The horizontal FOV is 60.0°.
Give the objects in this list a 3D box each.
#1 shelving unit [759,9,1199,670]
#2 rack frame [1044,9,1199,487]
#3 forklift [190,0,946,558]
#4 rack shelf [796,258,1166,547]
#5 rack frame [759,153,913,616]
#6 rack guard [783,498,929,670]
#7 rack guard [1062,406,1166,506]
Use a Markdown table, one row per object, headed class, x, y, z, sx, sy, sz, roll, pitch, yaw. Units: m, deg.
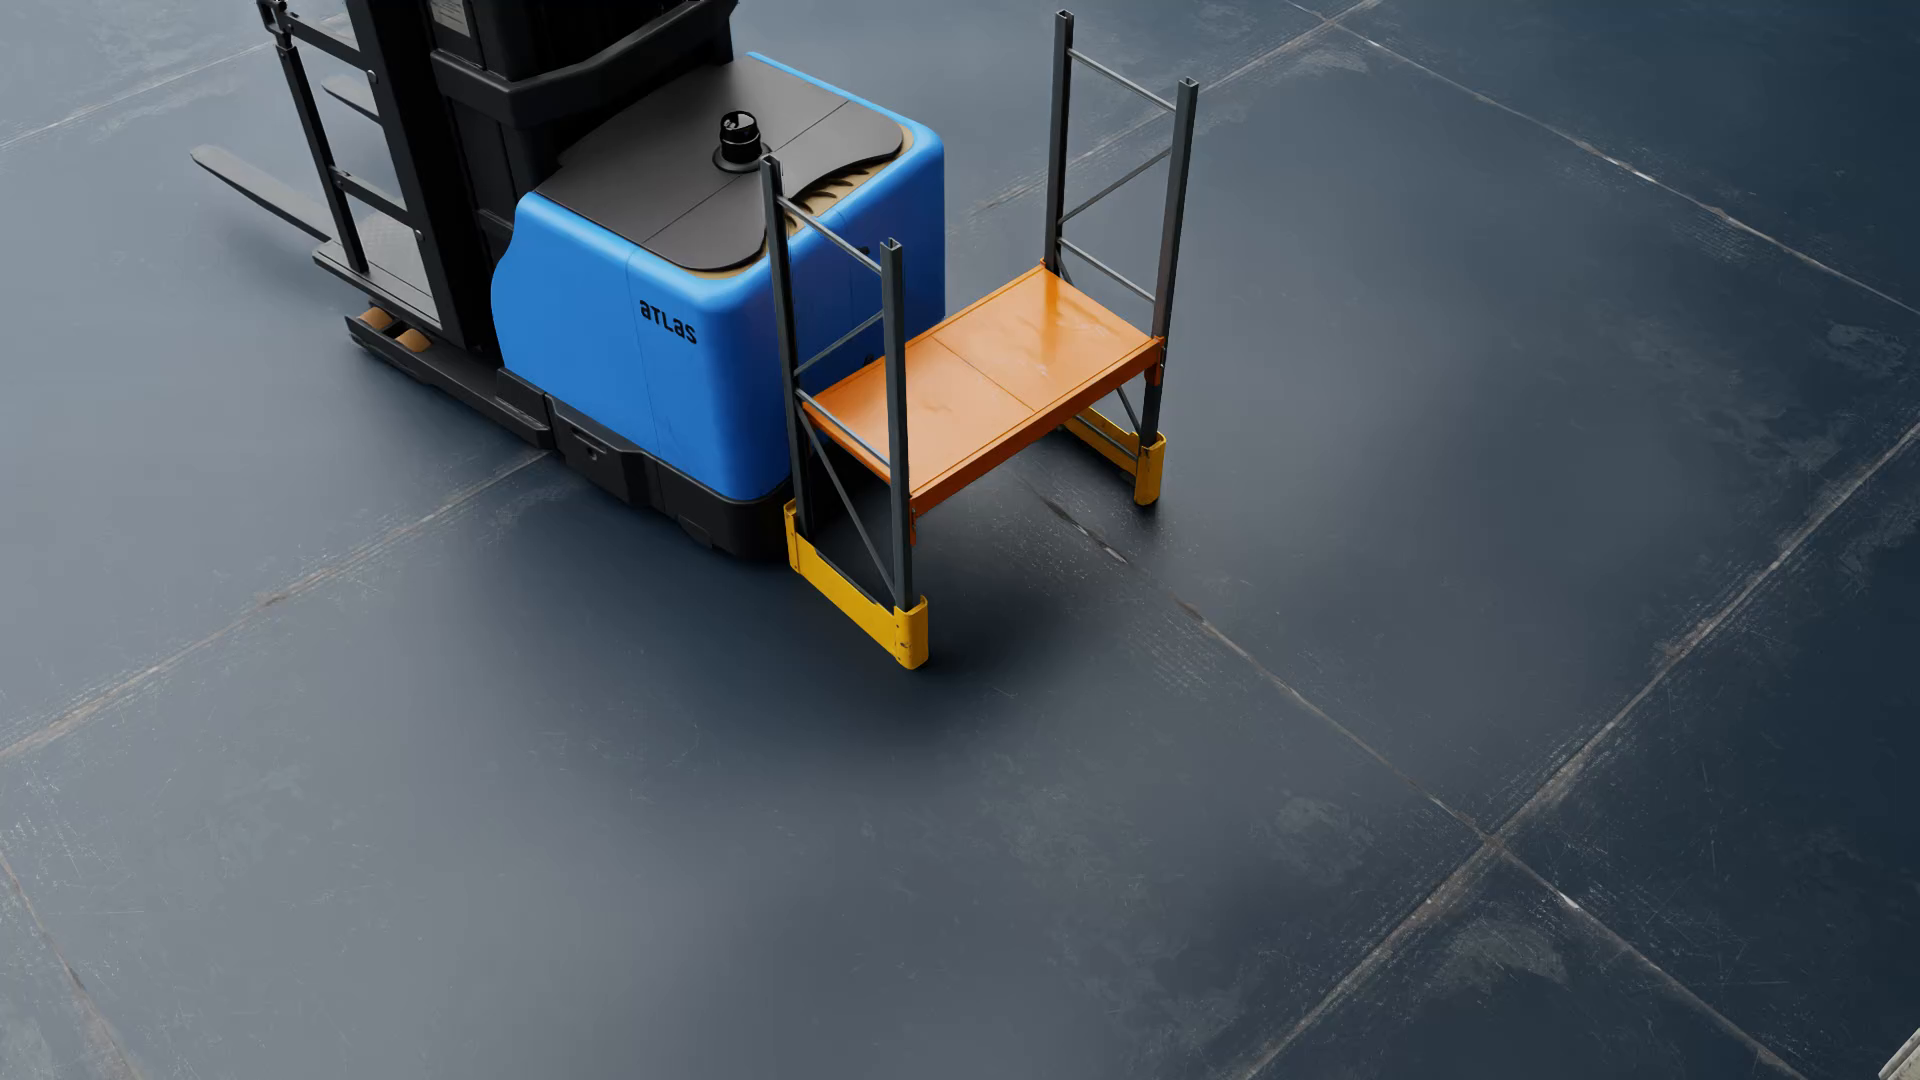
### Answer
| class | x | y | z | sx | sy | sz | roll | pitch | yaw |
| --- | --- | --- | --- | --- | --- | --- | --- | --- | --- |
| shelving unit | 0.056 | -0.546 | 4.734 | 1.083 | 1.500 | 0.587 | -34 | 56 | -27 |
| rack frame | 0.439 | -0.802 | 4.970 | 0.032 | 1.500 | 0.500 | -34 | 56 | -27 |
| forklift | -1.512 | -1.836 | 4.950 | 3.031 | 2.935 | 1.130 | 29 | 54 | 24 |
| rack shelf | 0.063 | -0.429 | 4.870 | 1.000 | 0.185 | 0.538 | -34 | 56 | -27 |
| rack frame | -0.313 | -0.299 | 4.506 | 0.032 | 1.500 | 0.500 | -34 | 56 | -27 |
| rack guard | -0.312 | 0.124 | 4.966 | 0.087 | 0.250 | 0.587 | -34 | 56 | -27 |
| rack guard | 0.425 | -0.369 | 5.420 | 0.087 | 0.250 | 0.587 | -34 | 56 | -27 |
